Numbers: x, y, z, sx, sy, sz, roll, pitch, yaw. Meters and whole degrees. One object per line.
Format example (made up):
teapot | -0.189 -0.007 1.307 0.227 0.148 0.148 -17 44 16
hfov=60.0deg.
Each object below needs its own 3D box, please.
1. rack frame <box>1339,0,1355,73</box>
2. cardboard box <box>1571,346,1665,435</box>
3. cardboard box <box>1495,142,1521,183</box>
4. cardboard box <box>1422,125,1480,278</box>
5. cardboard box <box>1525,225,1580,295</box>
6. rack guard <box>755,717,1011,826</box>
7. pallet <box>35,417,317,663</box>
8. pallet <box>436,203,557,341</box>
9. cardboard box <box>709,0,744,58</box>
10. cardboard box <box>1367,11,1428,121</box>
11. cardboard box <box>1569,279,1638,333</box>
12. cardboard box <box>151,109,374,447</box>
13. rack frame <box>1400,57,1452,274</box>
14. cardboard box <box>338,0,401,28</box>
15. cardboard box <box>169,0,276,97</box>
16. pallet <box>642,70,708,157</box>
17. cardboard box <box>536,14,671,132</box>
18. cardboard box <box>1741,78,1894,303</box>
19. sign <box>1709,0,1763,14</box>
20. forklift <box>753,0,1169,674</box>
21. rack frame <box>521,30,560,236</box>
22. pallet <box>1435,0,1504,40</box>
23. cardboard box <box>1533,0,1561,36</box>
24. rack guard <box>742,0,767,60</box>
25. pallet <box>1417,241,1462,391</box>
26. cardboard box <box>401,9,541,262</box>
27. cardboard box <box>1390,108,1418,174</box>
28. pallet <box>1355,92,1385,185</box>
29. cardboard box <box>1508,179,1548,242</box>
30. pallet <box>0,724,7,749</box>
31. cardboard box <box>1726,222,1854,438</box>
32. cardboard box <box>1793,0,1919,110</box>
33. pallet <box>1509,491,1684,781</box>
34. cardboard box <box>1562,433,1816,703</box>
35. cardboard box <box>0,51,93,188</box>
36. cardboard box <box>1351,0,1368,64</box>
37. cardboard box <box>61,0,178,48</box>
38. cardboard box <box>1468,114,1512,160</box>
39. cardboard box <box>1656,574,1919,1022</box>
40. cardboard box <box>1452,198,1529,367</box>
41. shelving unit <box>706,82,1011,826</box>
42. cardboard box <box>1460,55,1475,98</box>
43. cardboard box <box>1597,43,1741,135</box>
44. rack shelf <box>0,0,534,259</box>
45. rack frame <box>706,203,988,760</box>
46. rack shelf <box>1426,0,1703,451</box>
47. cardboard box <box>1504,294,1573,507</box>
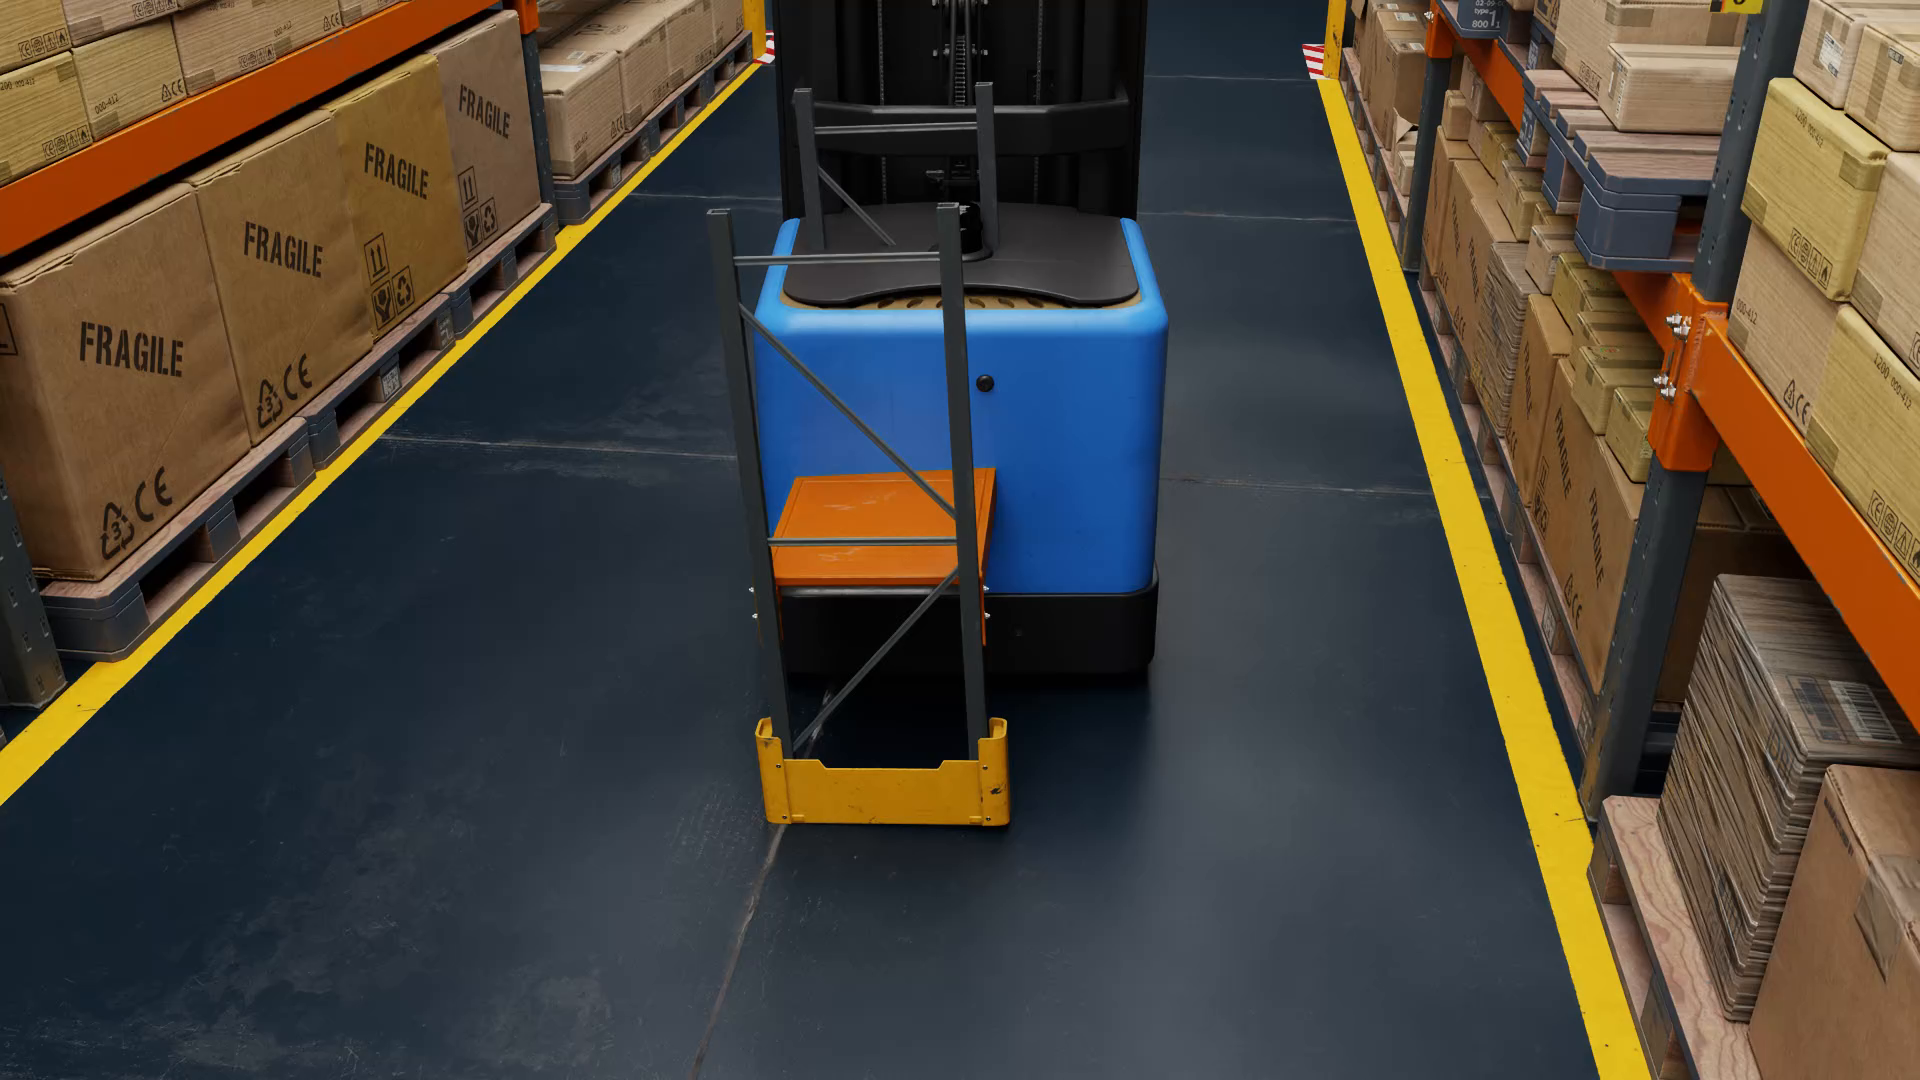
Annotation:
rack frame | 2.986 -4.402 10.258 1.000 3.000 0.127 3 28 6
cardboard box | 1.818 -0.384 4.309 0.380 0.149 0.250 2 28 4
cardboard box | 2.190 -1.350 6.101 0.380 0.149 0.250 3 28 5
cardboard box | 2.213 -1.389 6.858 0.500 0.500 0.500 5 29 8
cardboard box | 2.005 -0.876 5.222 0.380 0.149 0.250 2 28 4
rack guard | -0.178 0.548 3.940 0.587 0.250 0.087 0 28 6
pallet | -2.750 -0.062 5.143 1.003 0.211 1.213 3 28 6
pallet | -2.451 -1.211 7.275 1.003 0.211 1.213 3 28 6
cardboard box | -1.922 -3.429 10.711 0.875 0.438 0.875 2 28 4
cardboard box | 2.510 -2.561 9.034 0.500 0.500 0.500 4 29 7
cardboard box | 1.971 -0.627 4.760 0.380 0.149 0.250 4 29 8
cardboard box | -2.641 -0.912 5.578 0.875 0.875 0.875 4 29 7
rack frame | 2.496 -2.519 6.763 1.000 3.000 0.127 3 28 6
cardboard box | -2.380 -2.038 6.028 0.500 0.250 0.500 3 28 5
cardboard box | -2.496 -1.562 5.145 0.500 0.250 0.500 4 29 8
pallet | -2.113 -2.508 9.682 1.003 0.211 1.213 3 28 6
cardboard box | -2.138 -2.574 9.123 0.875 0.438 0.875 3 28 5
cardboard box | 1.684 -0.597 2.827 0.500 0.250 0.500 3 28 6
sign | 1.466 -1.138 3.063 0.100 0.325 0.005 3 28 6
forklift | -0.002 -1.588 5.108 1.130 2.935 3.031 0 28 0
rack frame | -2.431 -2.806 7.296 1.000 3.000 0.127 3 28 6
pallet | 2.290 -2.065 6.123 1.003 0.211 1.213 3 28 6
cardboard box | 2.022 -1.646 4.591 0.797 0.503 0.637 3 28 5
rack guard | -1.938 -3.600 11.404 1.175 0.500 0.348 3 28 6
pallet | 2.434 -0.906 6.710 1.003 0.211 1.213 3 28 6
cardboard box | -2.428 -1.759 7.150 0.875 0.875 0.875 4 29 8
cardboard box | 2.316 -1.948 8.143 0.396 0.266 0.258 4 29 8
pallet | 2.728 -2.191 9.094 1.003 0.211 1.213 3 28 6
cardboard box | 2.090 -1.118 5.671 0.380 0.149 0.250 4 29 8
pallet | -3.018 0.672 3.779 1.003 0.211 1.213 3 28 6
cardboard box | 1.709 -0.376 2.943 0.500 0.250 0.500 3 29 6
cardboard box | 1.674 -0.833 2.844 0.380 0.149 0.250 4 29 8
pallet | 2.135 0.242 4.578 1.003 0.211 1.213 3 28 6
cardboard box | 1.844 0.068 4.154 0.500 0.500 0.500 4 29 8
cardboard box | -2.611 -1.073 4.237 0.500 0.250 0.500 3 28 5
cardboard box | 2.817 -3.206 10.227 0.797 0.503 0.637 2 28 4
cardboard box | -2.549 -1.545 4.585 0.500 0.250 0.500 4 29 7
cardboard box | 2.231 -1.601 6.568 0.380 0.149 0.250 3 28 5
cardboard box | 1.916 0.517 3.189 0.875 0.625 0.625 4 29 8
cardboard box | 2.092 -0.903 5.956 0.500 0.500 0.500 3 28 5
shelving unit | -0.170 -0.238 4.082 0.587 1.500 1.083 0 28 6
cardboard box | 2.248 -1.863 6.741 0.380 0.149 0.250 3 28 5
cardboard box | 1.705 -1.042 3.844 0.380 0.149 0.250 4 29 7
rack shelf | -2.676 -1.548 5.719 1.077 0.370 4.000 3 28 6
rack frame | -0.212 0.007 3.628 0.500 1.500 0.032 0 28 6
rack shelf | 2.251 -1.261 5.187 1.077 0.370 4.000 3 28 6
cardboard box | 1.977 -0.414 5.048 0.500 0.500 0.500 5 29 8
